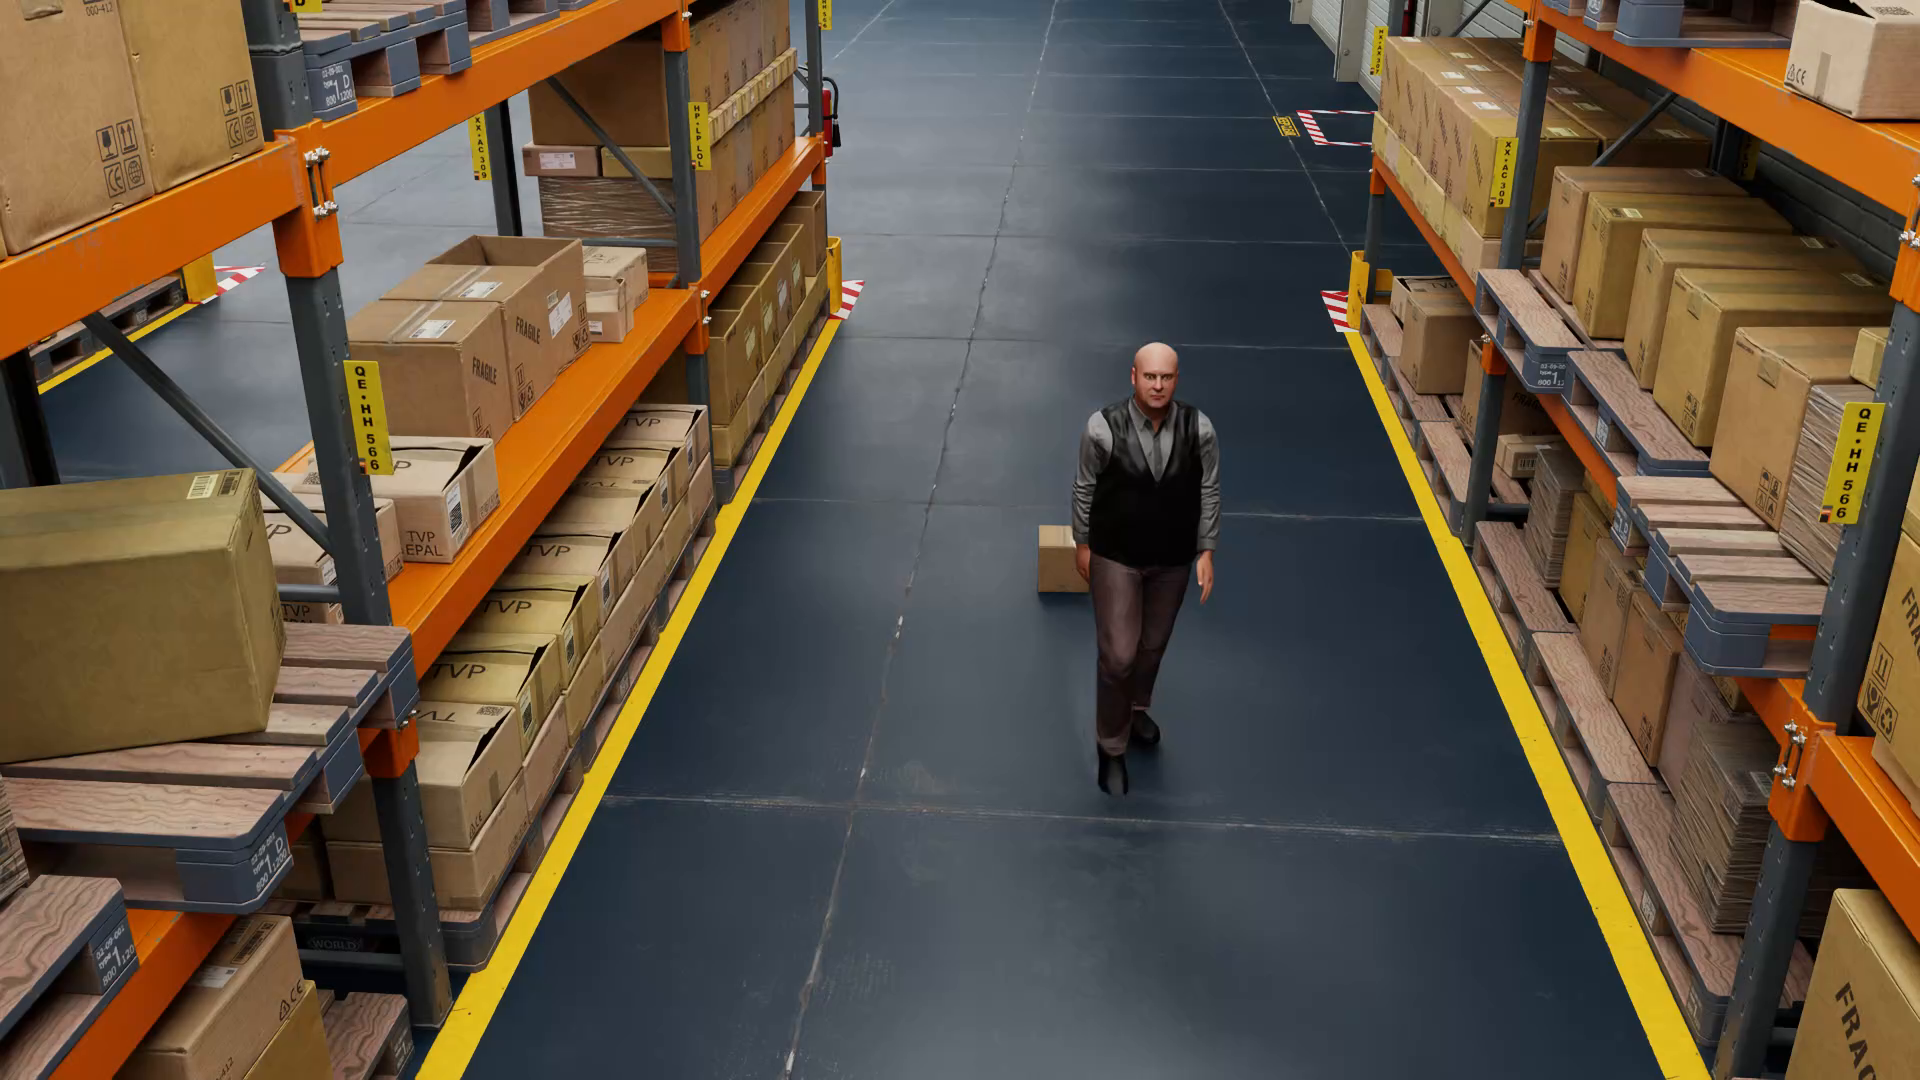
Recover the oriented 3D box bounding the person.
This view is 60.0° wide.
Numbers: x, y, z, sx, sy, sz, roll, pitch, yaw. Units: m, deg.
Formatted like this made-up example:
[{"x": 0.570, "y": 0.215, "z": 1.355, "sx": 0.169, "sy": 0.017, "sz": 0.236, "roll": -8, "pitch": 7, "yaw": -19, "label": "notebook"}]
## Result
[{"x": 0.718, "y": 0.104, "z": 6.437, "sx": 0.550, "sy": 1.783, "sz": 0.592, "roll": -4, "pitch": 25, "yaw": -9, "label": "person"}]
